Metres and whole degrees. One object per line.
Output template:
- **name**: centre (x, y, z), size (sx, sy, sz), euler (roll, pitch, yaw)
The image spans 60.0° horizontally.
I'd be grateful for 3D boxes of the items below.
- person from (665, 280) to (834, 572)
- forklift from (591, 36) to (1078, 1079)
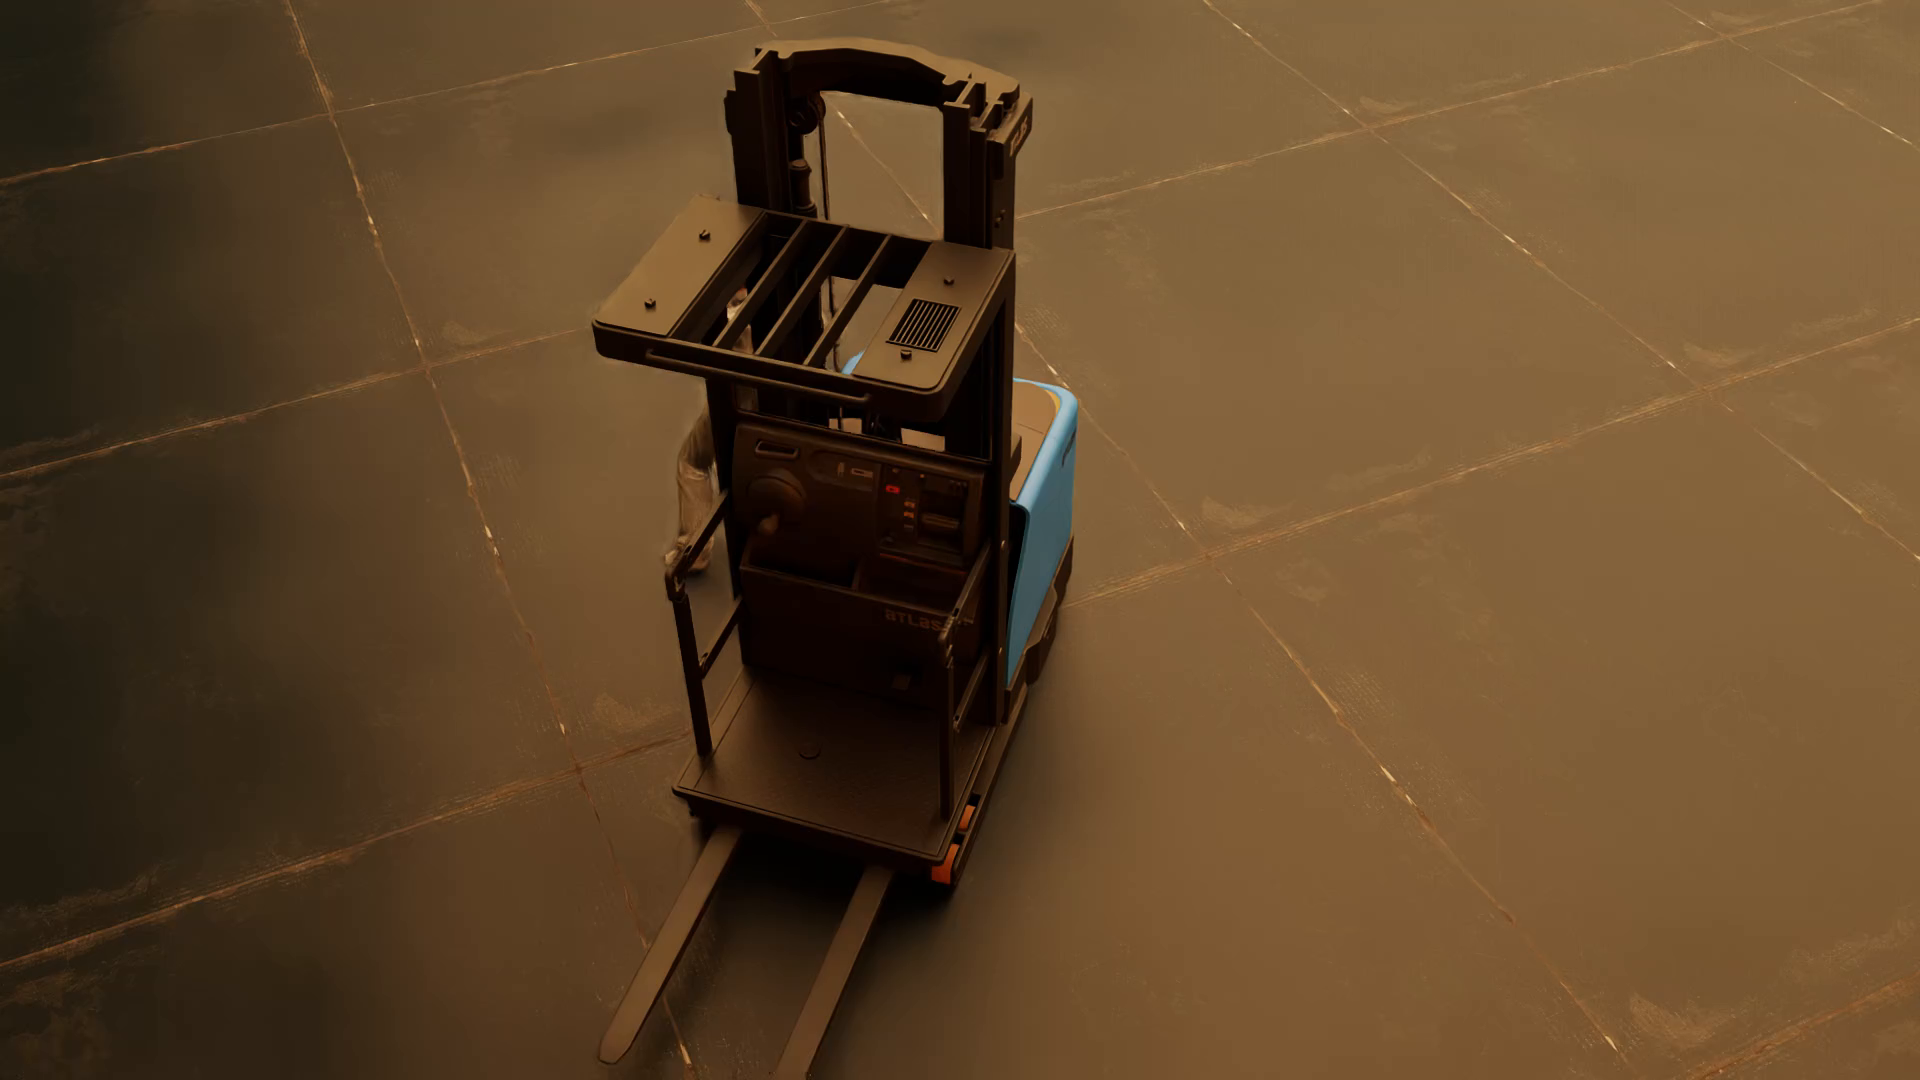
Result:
- **person**: centre (-0.938, -0.743, 7.507), size (1.018, 1.640, 0.970), euler (-6, 43, -6)
- **forklift**: centre (-0.435, -0.062, 5.746), size (1.130, 2.935, 3.031), euler (13, 44, 13)
